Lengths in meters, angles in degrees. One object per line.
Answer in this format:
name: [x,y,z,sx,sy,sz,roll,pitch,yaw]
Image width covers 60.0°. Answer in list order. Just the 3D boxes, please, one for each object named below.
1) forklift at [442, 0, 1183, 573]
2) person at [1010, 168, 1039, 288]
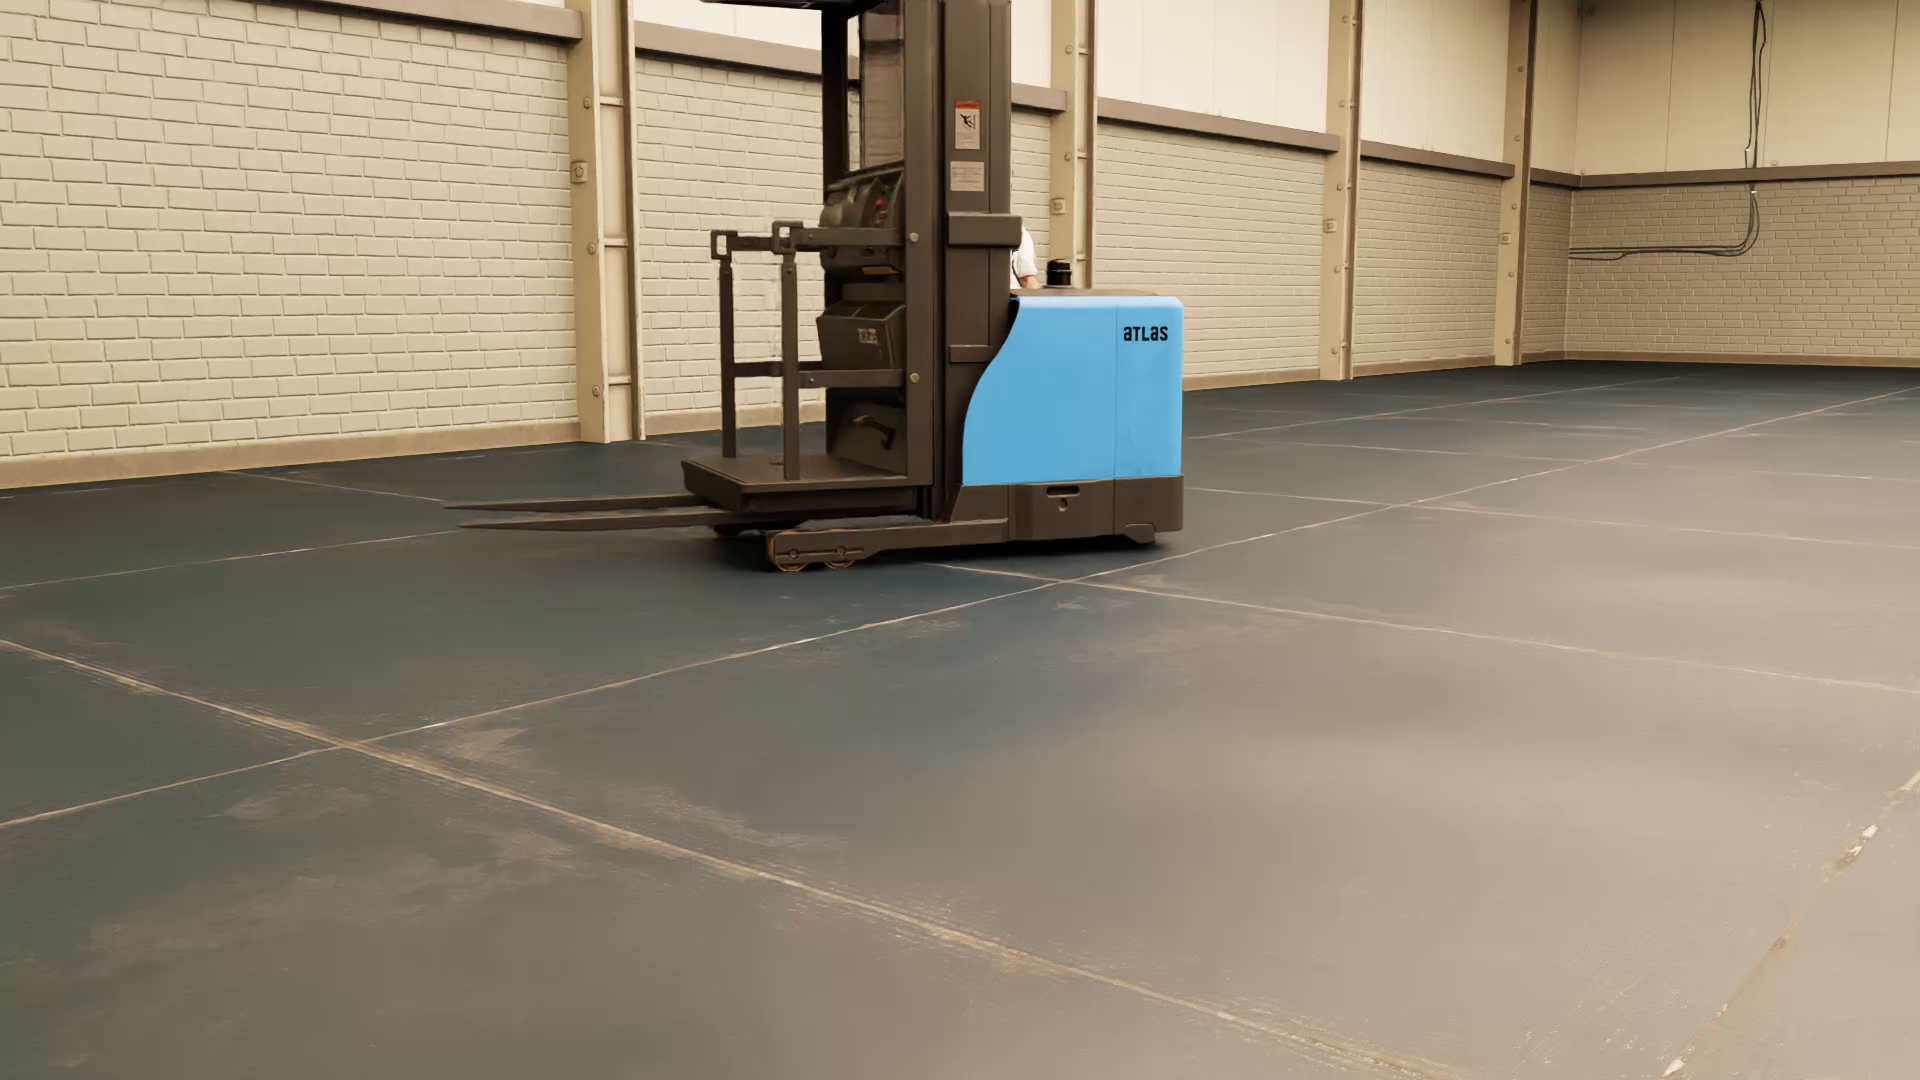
forklift: [-0.600,-1.409,6.908,3.031,2.935,1.130,-3,9,-22]
person: [0.140,-1.138,8.980,0.640,1.781,0.576,-1,8,-7]
